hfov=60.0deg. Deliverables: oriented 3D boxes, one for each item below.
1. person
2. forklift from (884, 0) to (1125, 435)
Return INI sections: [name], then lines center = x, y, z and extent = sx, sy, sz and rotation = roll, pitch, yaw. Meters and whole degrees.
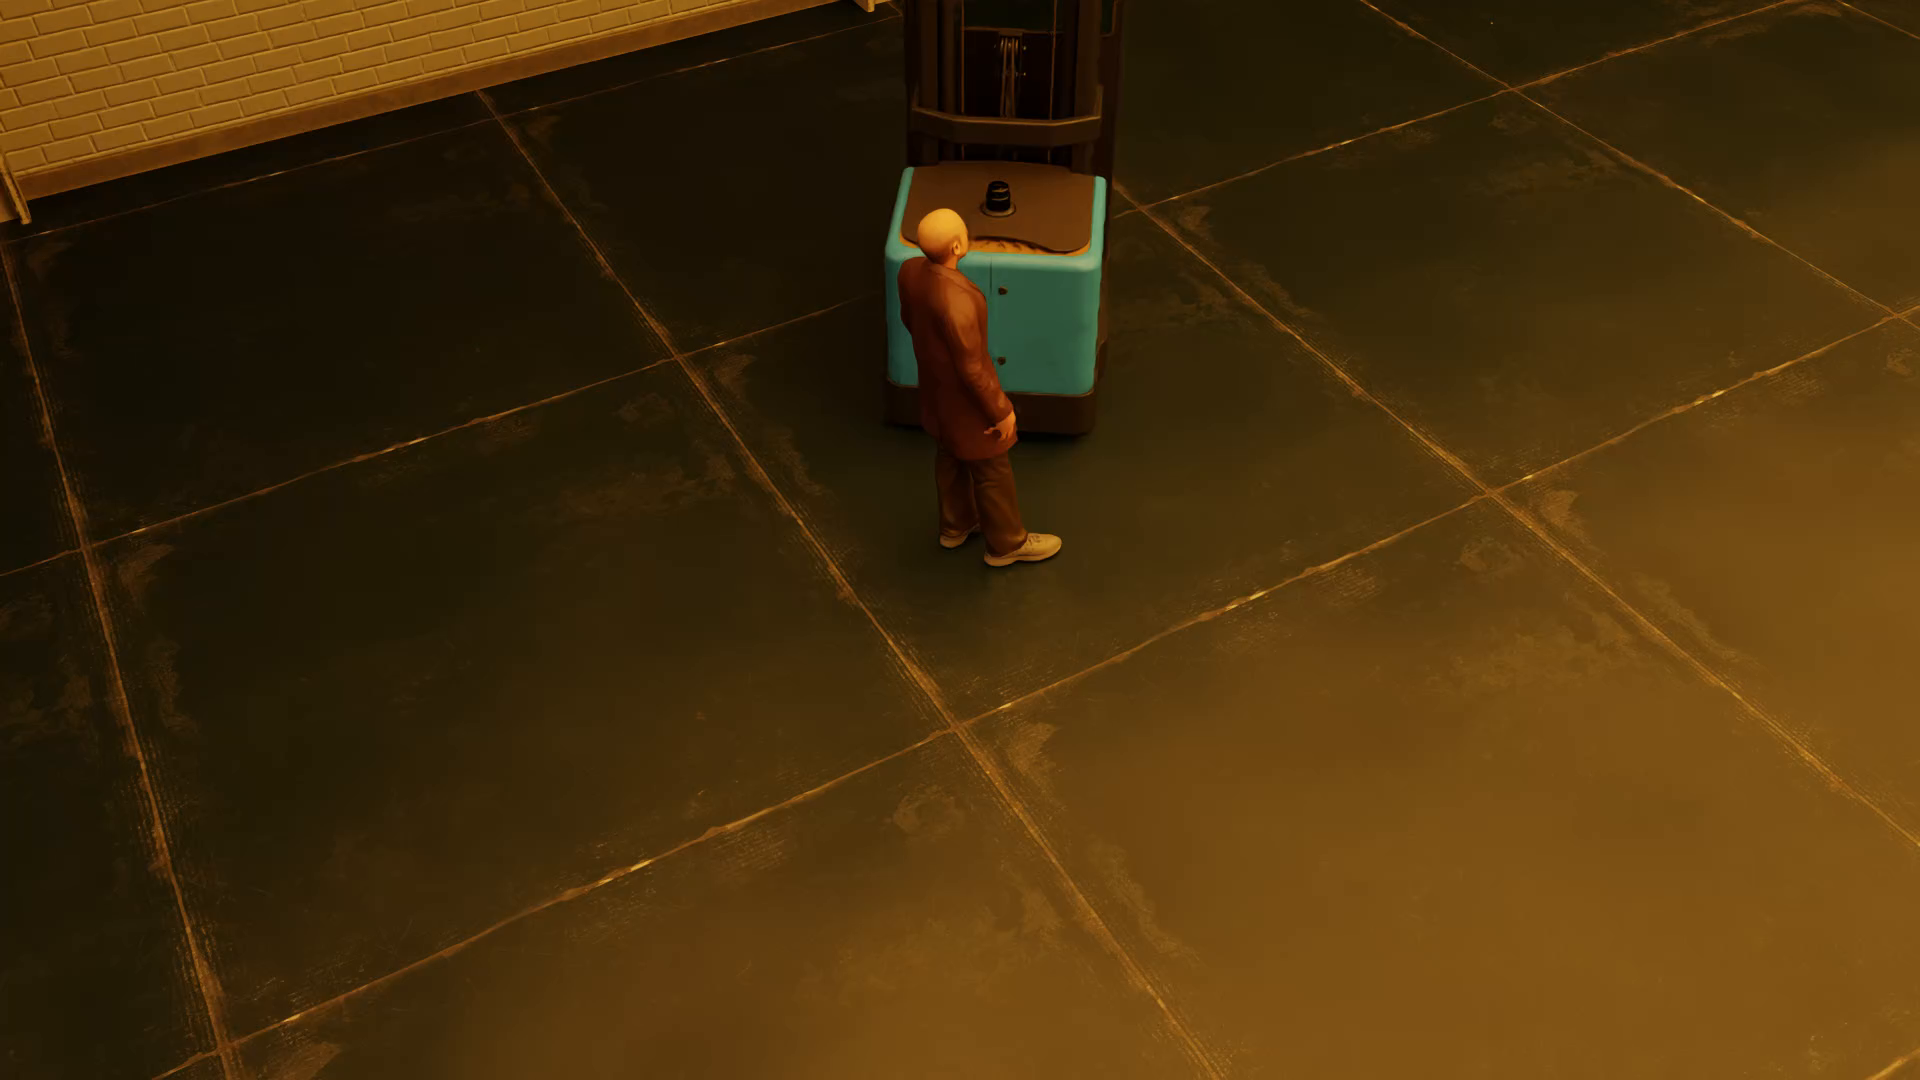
[person]
center = 0.081, -0.685, 7.274
extent = 0.582, 1.776, 0.696
rotation = -21, 47, -21
[forklift]
center = 0.287, -2.601, 8.503
extent = 1.130, 2.935, 3.031
rotation = 4, 43, 4
